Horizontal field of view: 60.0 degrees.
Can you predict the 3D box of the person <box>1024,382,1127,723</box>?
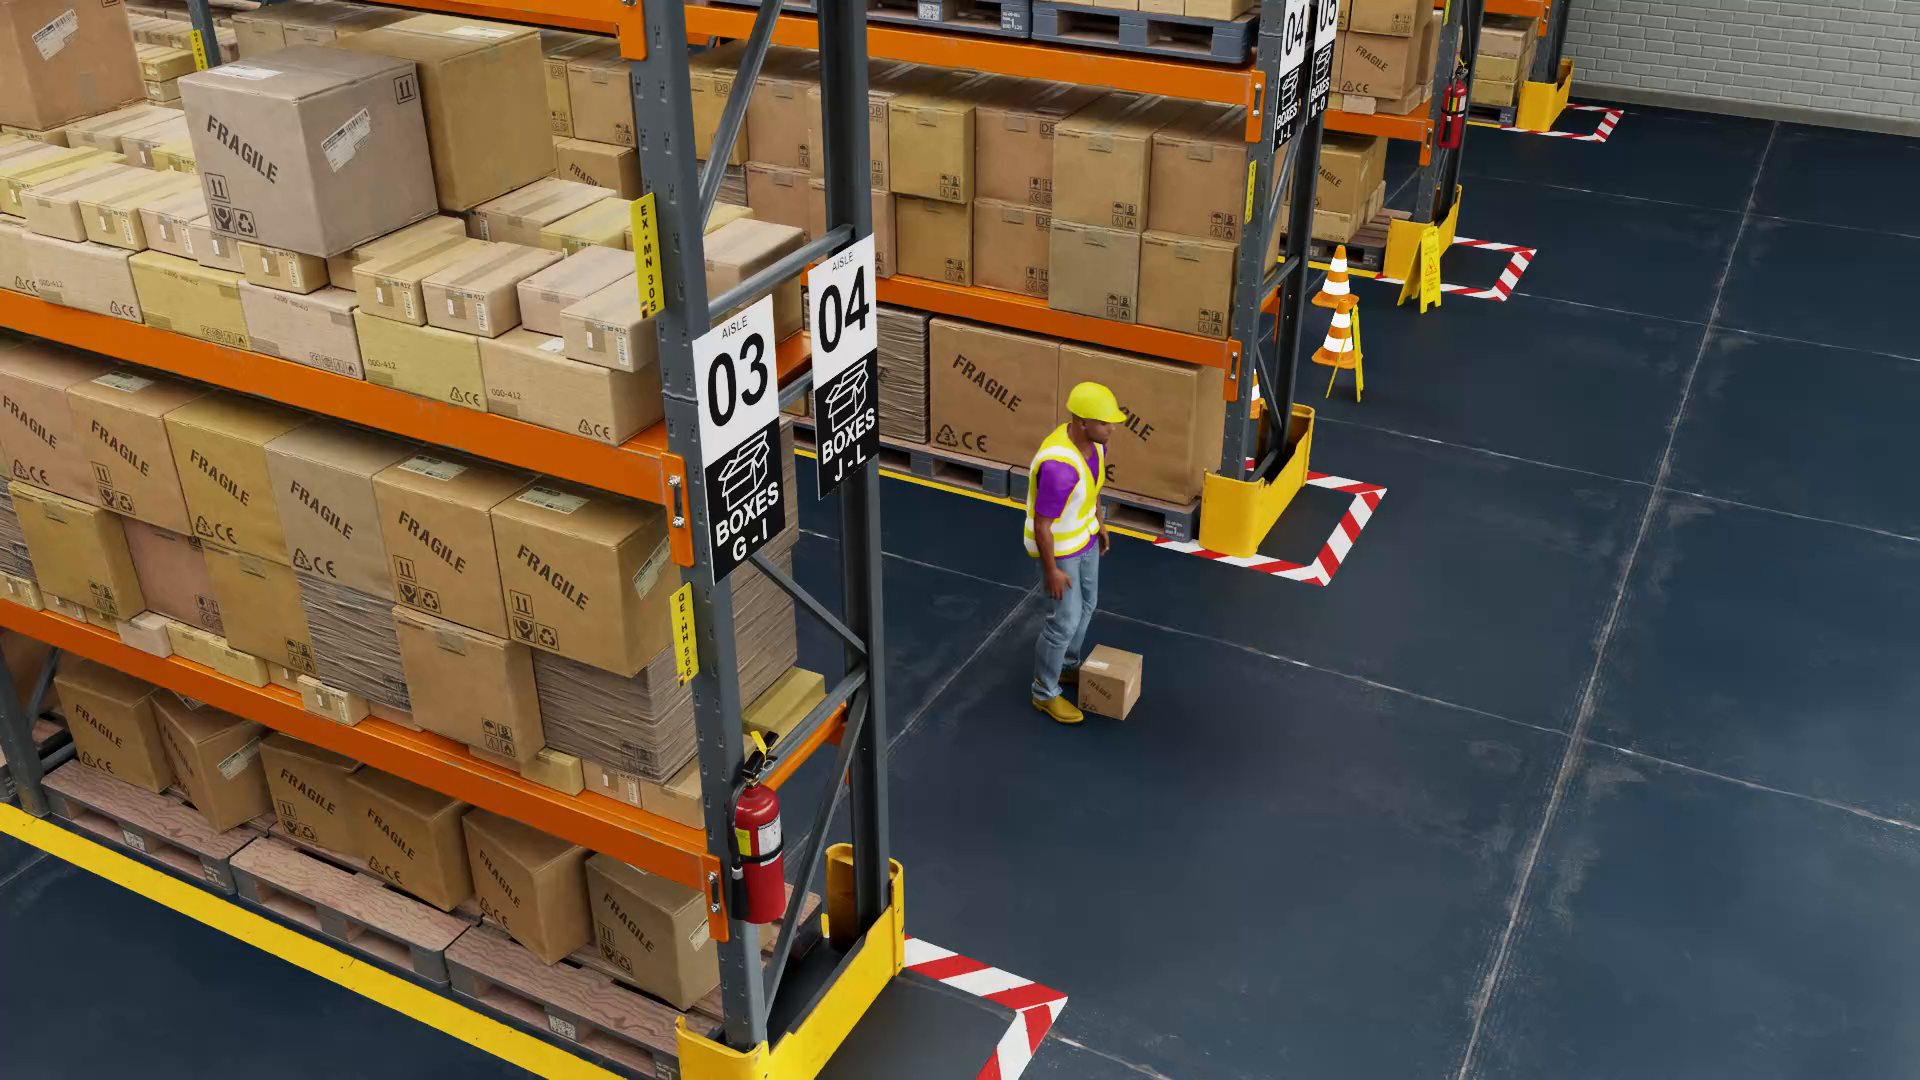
[{"bbox_3d":[0.560,0.029,8.223,0.456,1.761,0.628,15,33,24],"label":"person"}]
